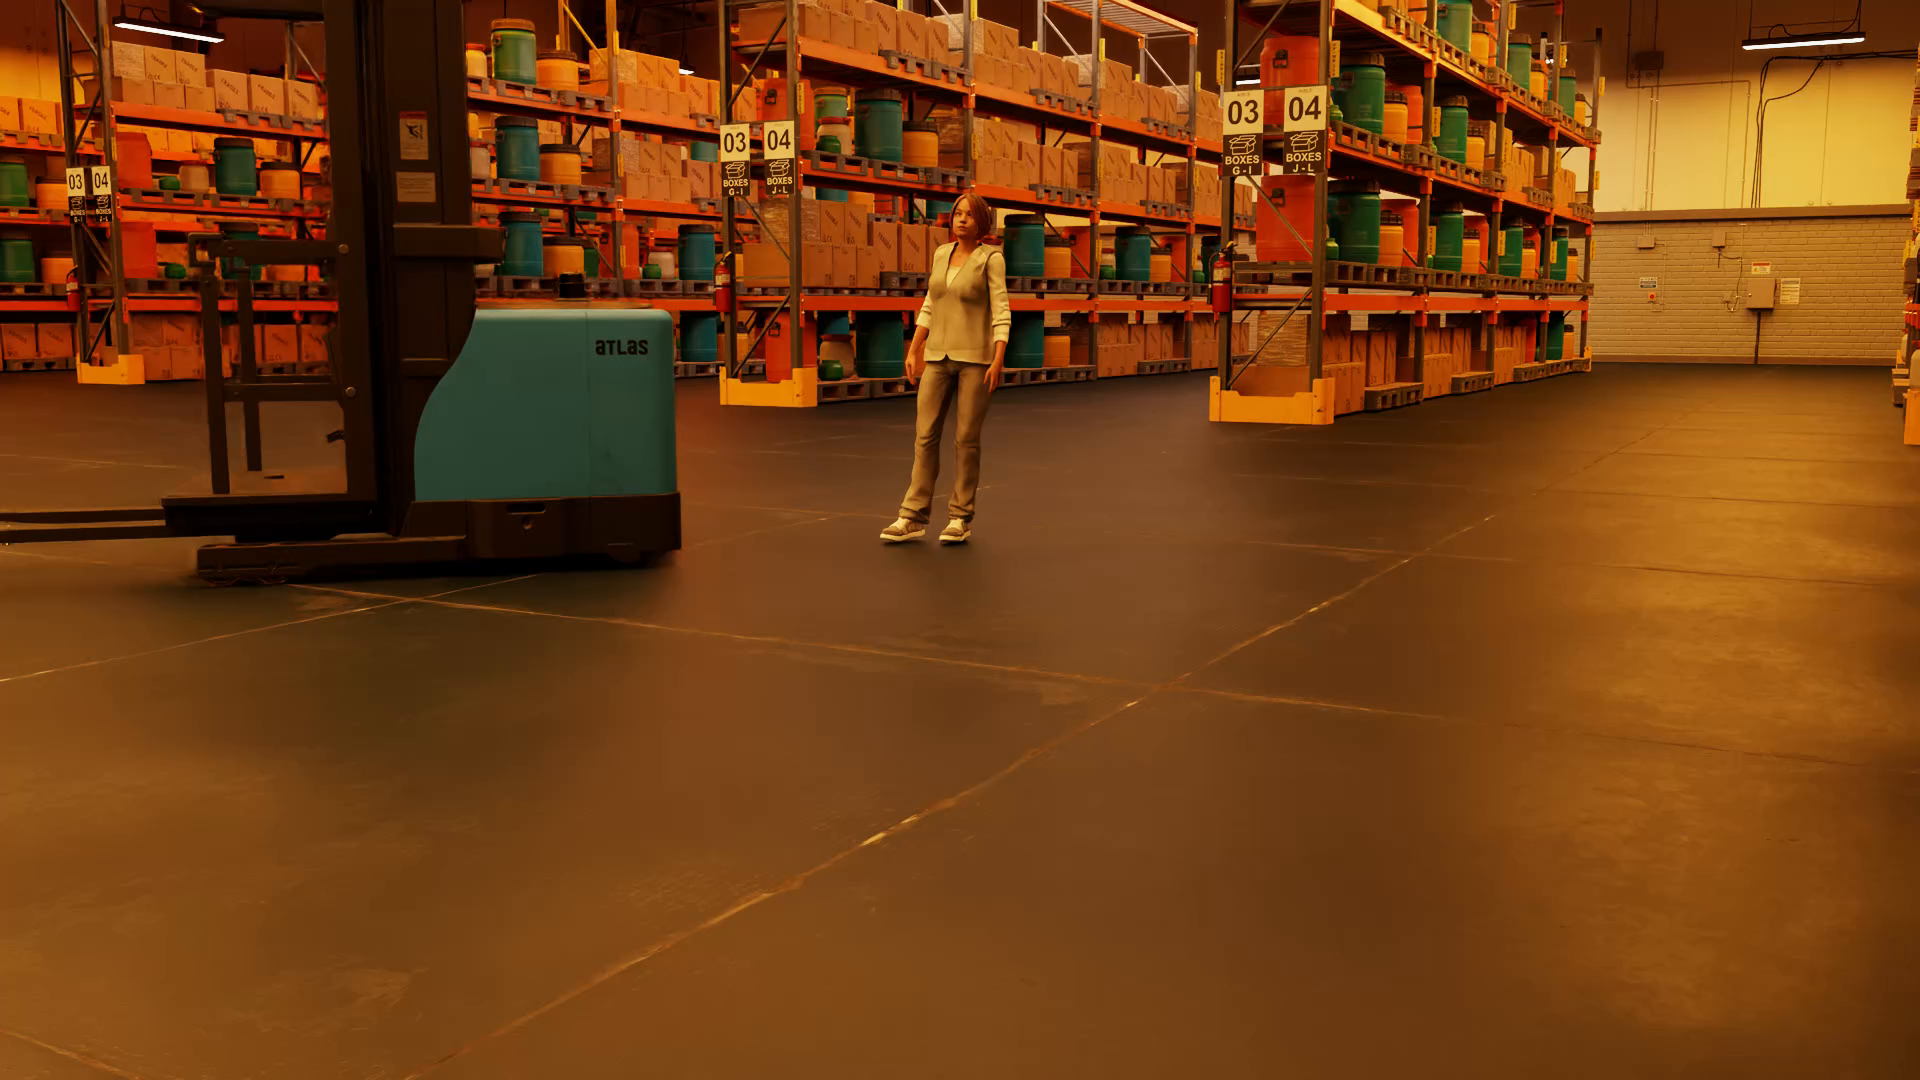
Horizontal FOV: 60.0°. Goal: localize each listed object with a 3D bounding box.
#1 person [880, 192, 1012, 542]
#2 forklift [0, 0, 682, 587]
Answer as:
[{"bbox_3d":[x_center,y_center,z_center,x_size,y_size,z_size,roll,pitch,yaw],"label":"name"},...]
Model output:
[{"bbox_3d":[-0.049,-0.791,7.646,0.520,1.599,0.473,4,9,29],"label":"person"},{"bbox_3d":[-2.755,-1.349,6.866,3.031,2.935,1.130,-2,8,-16],"label":"forklift"}]
